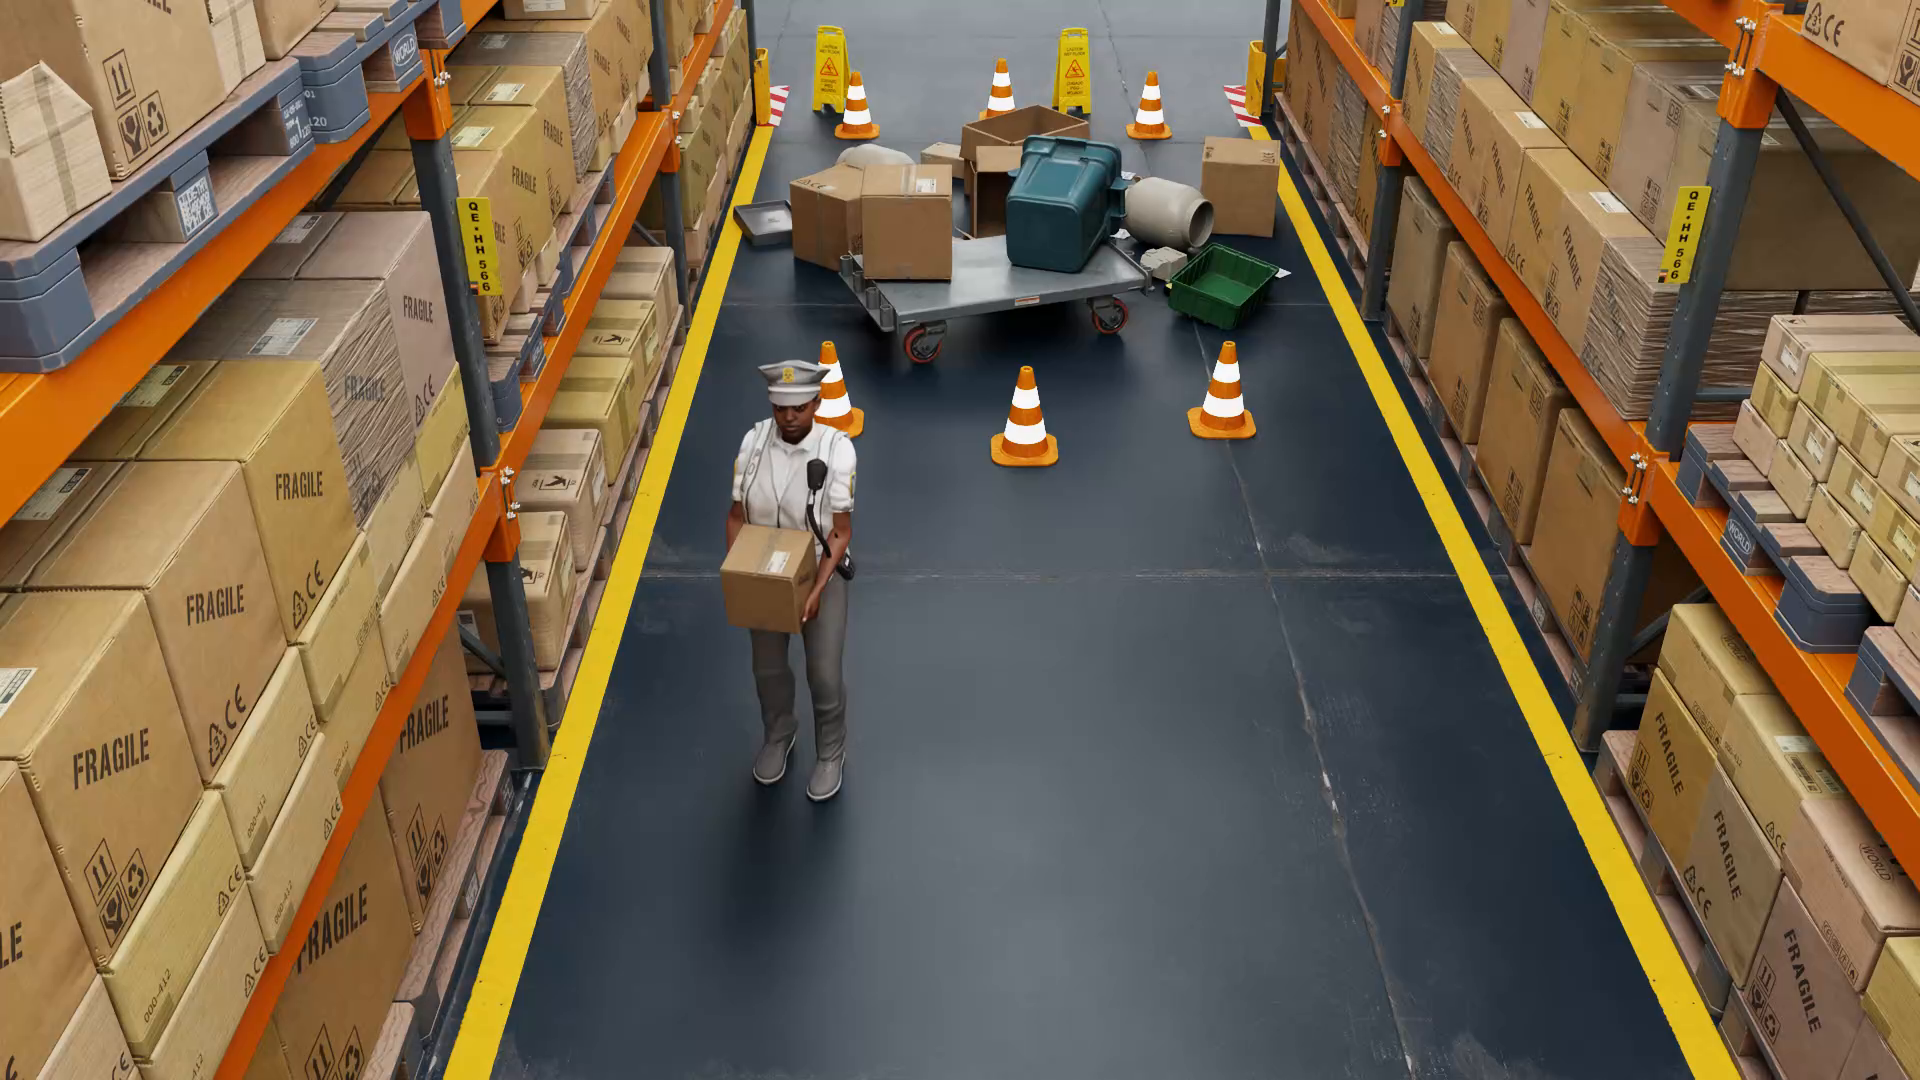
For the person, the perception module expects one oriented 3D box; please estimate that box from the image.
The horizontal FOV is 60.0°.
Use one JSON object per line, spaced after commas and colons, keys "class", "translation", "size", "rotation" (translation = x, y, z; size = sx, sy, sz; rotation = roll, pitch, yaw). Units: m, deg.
{"class": "person", "translation": [-0.598, 0.167, 5.844], "size": [0.451, 1.690, 0.518], "rotation": [7, 32, 11]}
